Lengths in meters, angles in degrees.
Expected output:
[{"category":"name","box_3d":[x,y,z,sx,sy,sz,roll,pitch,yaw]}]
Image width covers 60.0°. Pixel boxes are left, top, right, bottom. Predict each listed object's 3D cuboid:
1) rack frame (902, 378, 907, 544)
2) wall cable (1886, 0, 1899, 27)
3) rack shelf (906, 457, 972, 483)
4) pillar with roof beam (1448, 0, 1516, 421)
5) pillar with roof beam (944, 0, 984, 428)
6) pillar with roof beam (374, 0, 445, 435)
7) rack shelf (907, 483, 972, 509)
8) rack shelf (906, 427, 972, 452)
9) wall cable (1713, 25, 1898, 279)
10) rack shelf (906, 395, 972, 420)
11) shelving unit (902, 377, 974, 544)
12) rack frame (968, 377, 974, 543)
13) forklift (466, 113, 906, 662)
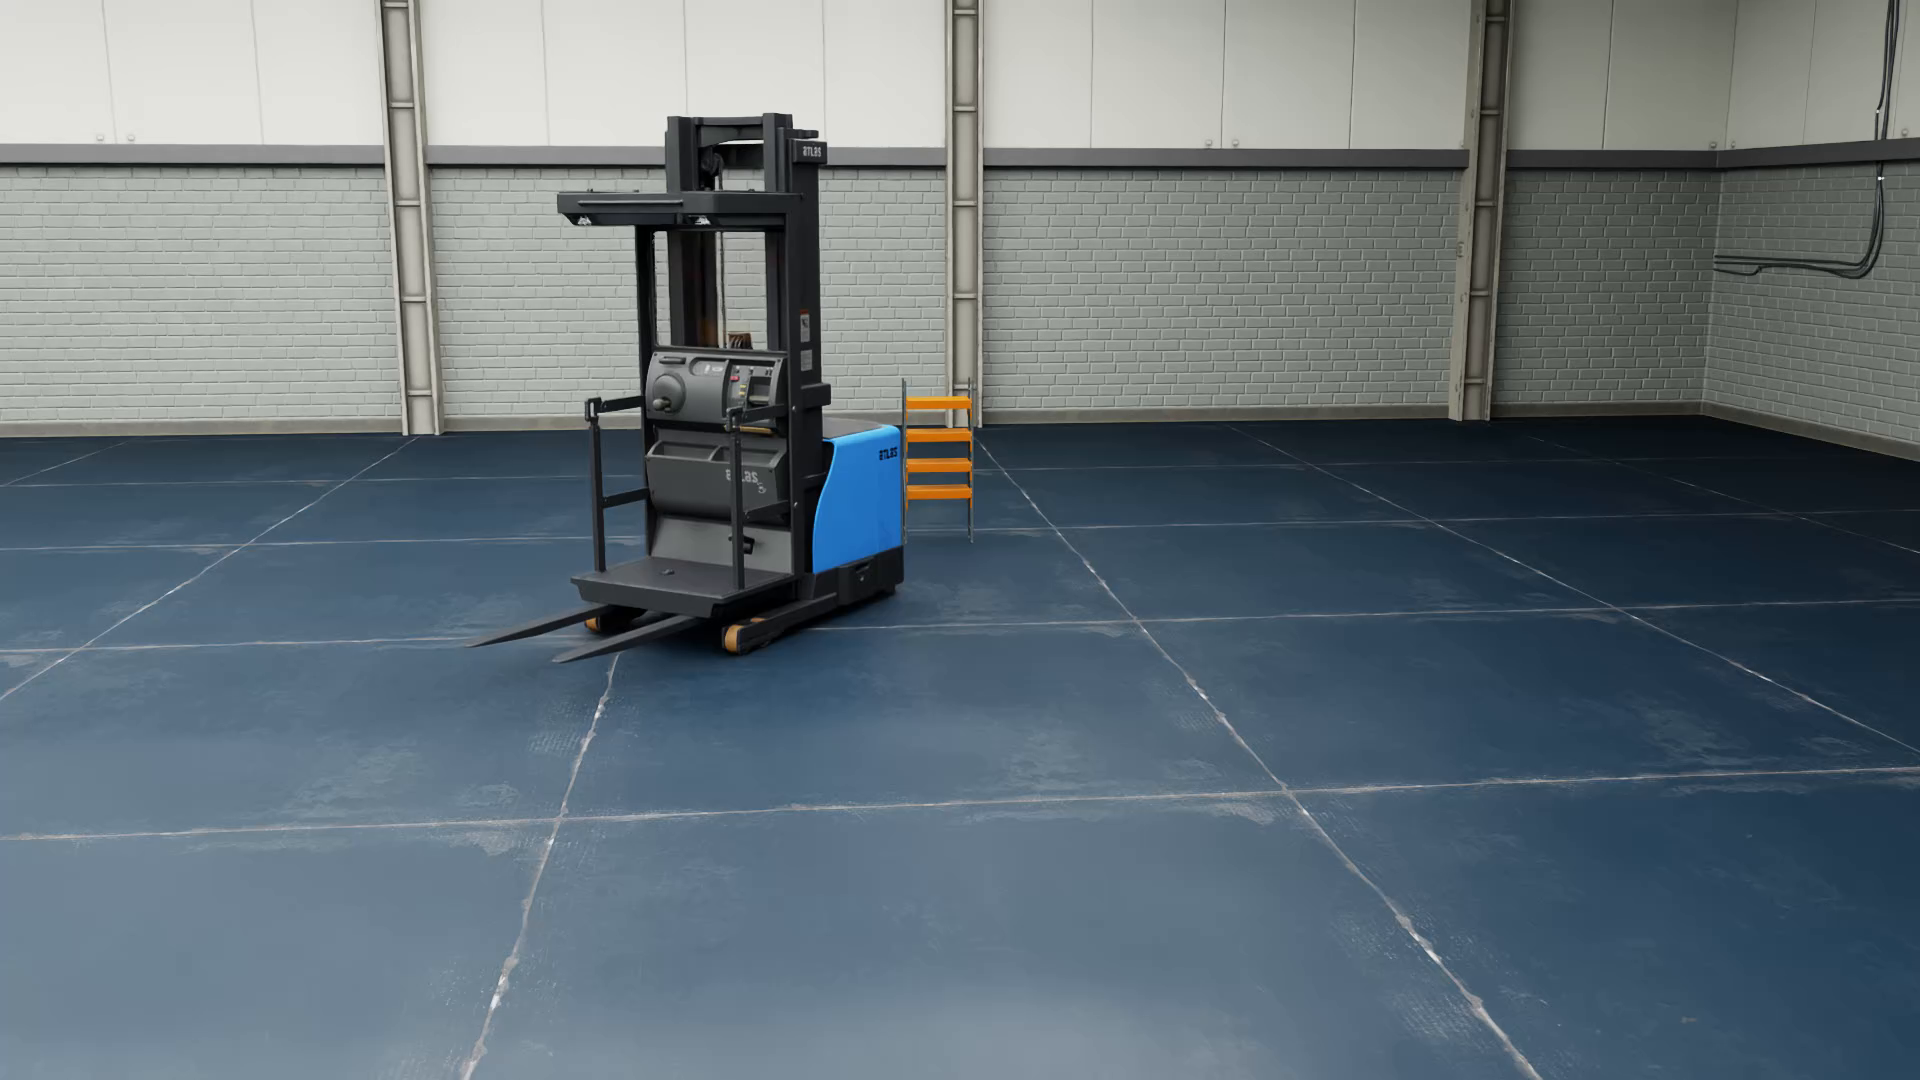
[{"category":"rack frame","box_3d":[-0.407,-0.580,12.209,0.015,1.200,0.240,-1,11,-6]},{"category":"wall cable","box_3d":[9.373,-6.089,14.970,0.112,2.526,3.097,-1,11,-6]},{"category":"rack shelf","box_3d":[-0.165,-0.519,12.248,0.480,0.148,0.258,-1,11,-6]},{"category":"pillar with roof beam","box_3d":[6.474,-5.020,14.575,0.400,9.000,9.100,-1,11,-6]},{"category":"pillar with roof beam","box_3d":[0.509,-4.895,13.939,0.400,9.000,9.100,-1,11,-6]},{"category":"pillar with roof beam","box_3d":[-5.456,-4.770,13.304,0.400,9.000,9.100,-1,11,-6]},{"category":"rack shelf","box_3d":[-0.165,-0.324,12.286,0.480,0.148,0.258,-1,11,-6]},{"category":"rack shelf","box_3d":[-0.165,-0.739,12.205,0.480,0.148,0.258,-1,11,-6]},{"category":"wall cable","box_3d":[9.081,-4.130,18.096,0.112,2.526,3.097,-1,11,-6]},{"category":"rack shelf","box_3d":[-0.165,-0.971,12.159,0.480,0.148,0.258,-1,11,-6]},{"category":"shelving unit","box_3d":[-0.165,-0.585,12.235,0.503,1.200,0.258,-1,11,-6]},{"category":"rack frame","box_3d":[0.078,-0.590,12.261,0.015,1.200,0.240,-1,11,-6]},{"category":"forklift","box_3d":[-1.501,-0.912,9.408,1.130,2.935,3.031,6,13,29]}]
